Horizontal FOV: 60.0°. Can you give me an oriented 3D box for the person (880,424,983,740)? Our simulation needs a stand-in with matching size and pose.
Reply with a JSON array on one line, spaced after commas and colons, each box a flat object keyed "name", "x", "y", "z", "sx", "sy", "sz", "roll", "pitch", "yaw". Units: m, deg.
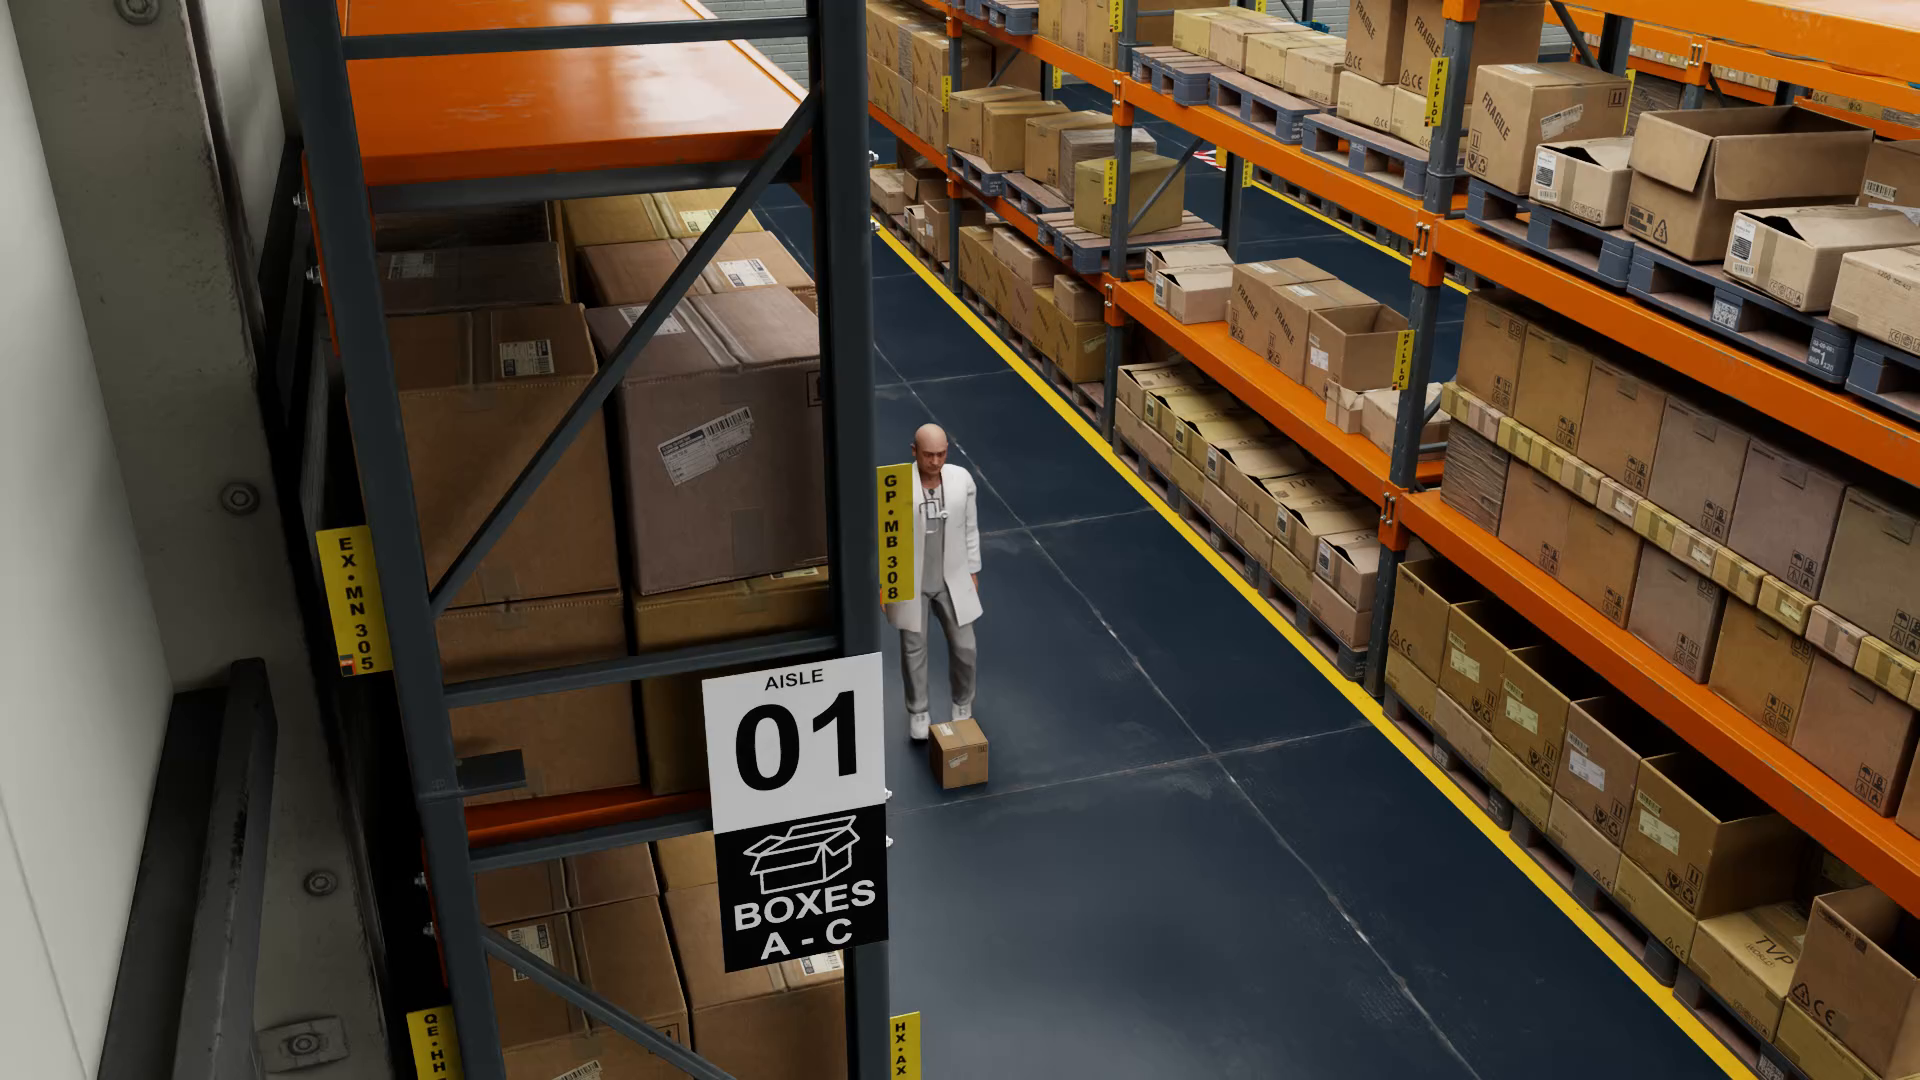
[{"name": "person", "x": -0.180, "y": 0.238, "z": 8.906, "sx": 0.630, "sy": 1.808, "sz": 0.439, "roll": -5, "pitch": 26, "yaw": -10}]
